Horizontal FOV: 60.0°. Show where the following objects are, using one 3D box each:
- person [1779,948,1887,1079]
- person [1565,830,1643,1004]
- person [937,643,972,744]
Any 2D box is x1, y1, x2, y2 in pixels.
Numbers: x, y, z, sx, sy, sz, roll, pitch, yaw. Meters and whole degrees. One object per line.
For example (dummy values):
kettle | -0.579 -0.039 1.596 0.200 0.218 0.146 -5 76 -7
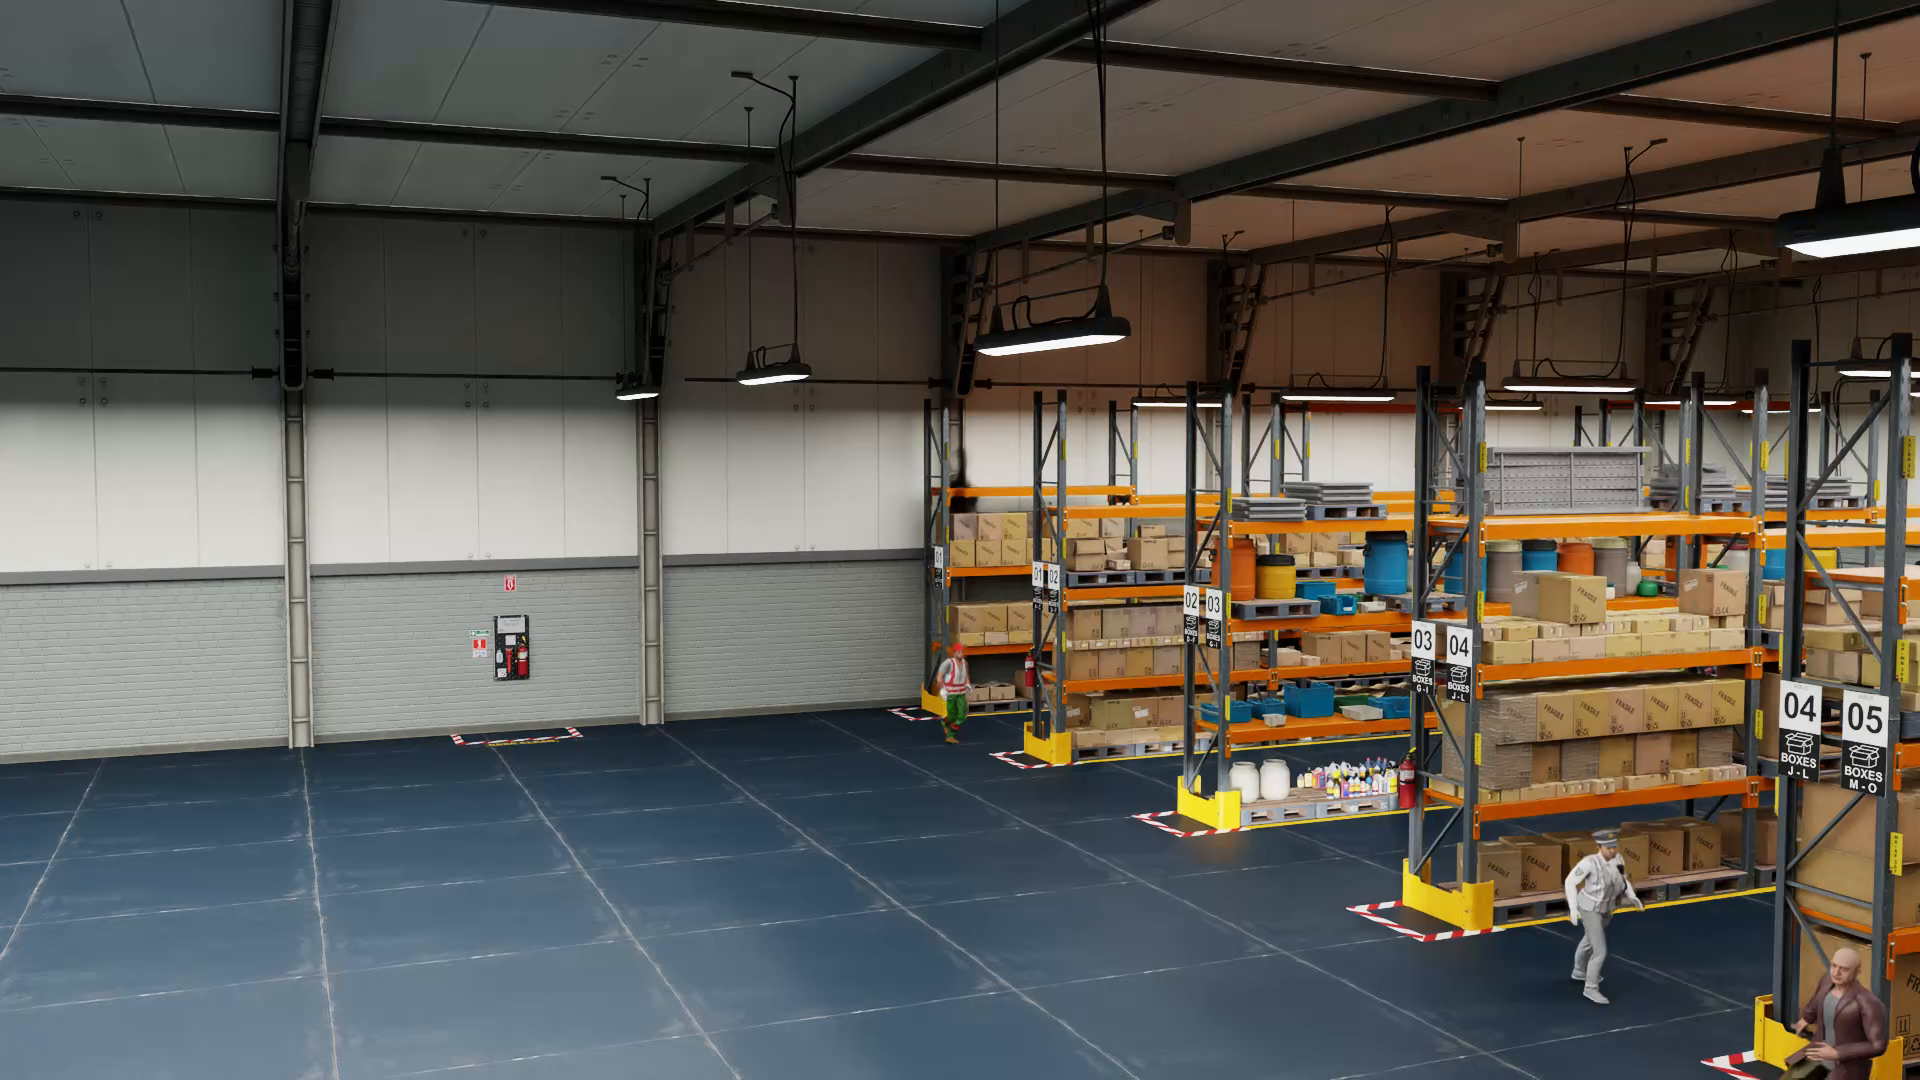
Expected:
person | 6.065 3.652 11.618 0.754 1.690 0.888 -2 4 -29
person | 5.962 3.456 15.493 0.657 1.613 0.807 -2 4 -31
person | -0.128 2.619 28.572 0.658 1.727 0.629 -2 4 -31
